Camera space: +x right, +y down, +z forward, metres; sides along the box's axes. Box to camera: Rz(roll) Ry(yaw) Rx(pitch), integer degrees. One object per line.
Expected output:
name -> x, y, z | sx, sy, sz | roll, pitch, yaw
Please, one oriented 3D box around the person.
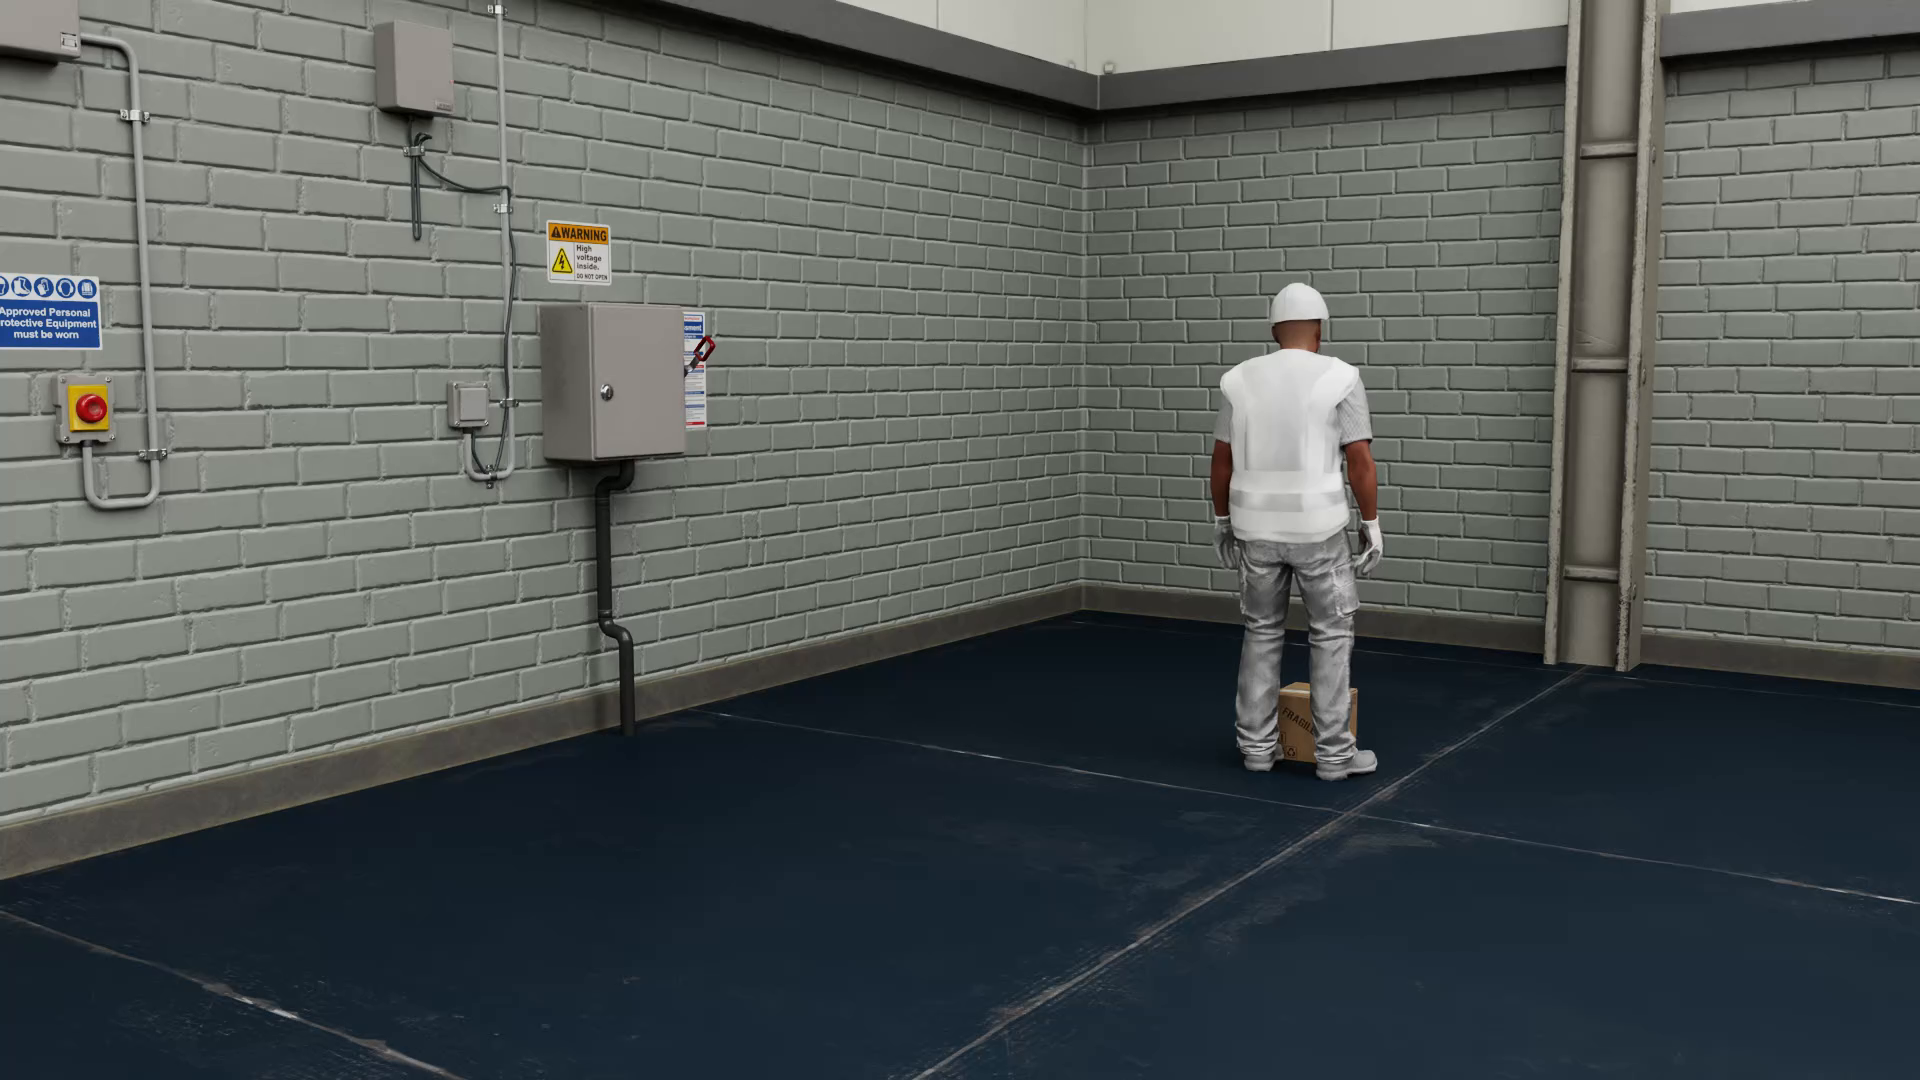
person -> 1.217, -0.041, 6.043 | 0.631, 1.776, 0.443 | 4, 7, 31
